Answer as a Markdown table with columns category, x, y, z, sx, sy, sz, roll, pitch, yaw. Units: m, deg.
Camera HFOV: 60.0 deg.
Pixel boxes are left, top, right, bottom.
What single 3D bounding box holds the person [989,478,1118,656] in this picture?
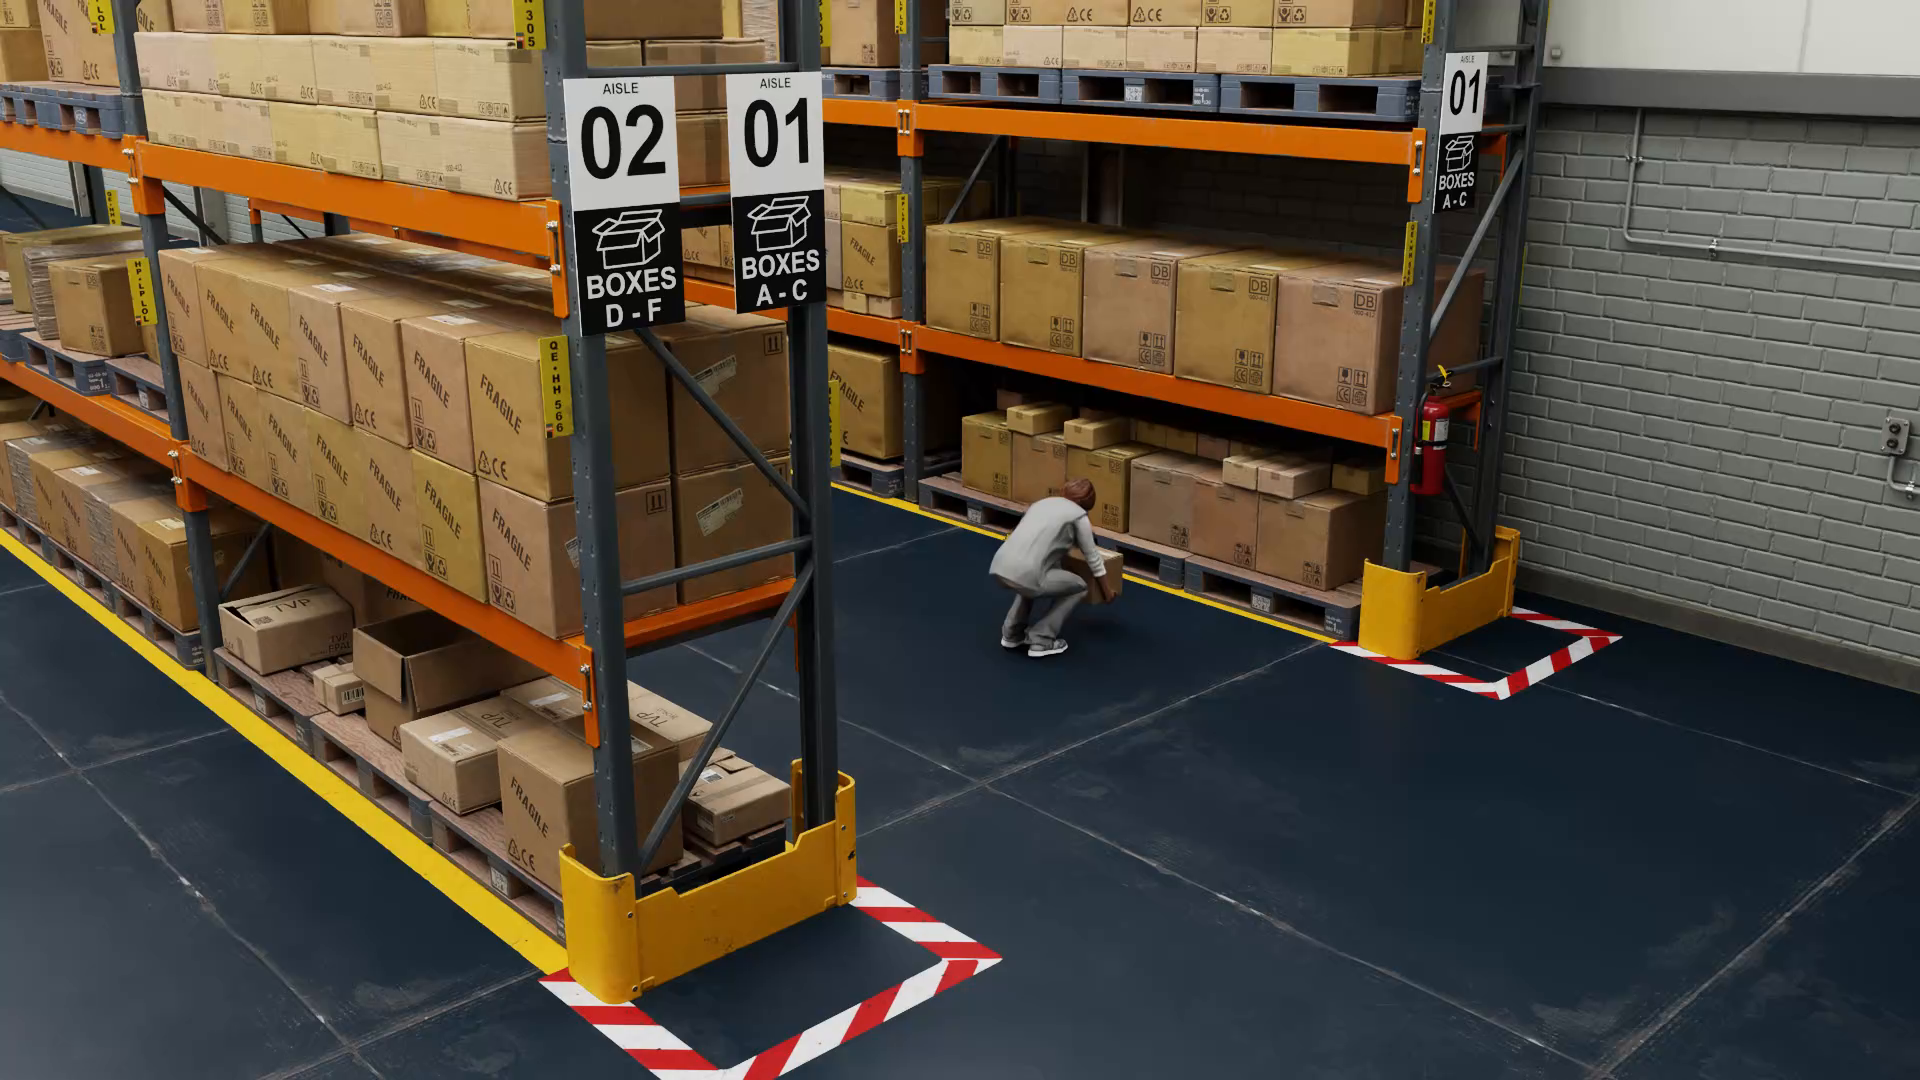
| category | x | y | z | sx | sy | sz | roll | pitch | yaw |
| --- | --- | --- | --- | --- | --- | --- | --- | --- | --- |
| person | 0.505 | 0.155 | 9.250 | 0.835 | 0.895 | 0.422 | -17 | 24 | -42 |
